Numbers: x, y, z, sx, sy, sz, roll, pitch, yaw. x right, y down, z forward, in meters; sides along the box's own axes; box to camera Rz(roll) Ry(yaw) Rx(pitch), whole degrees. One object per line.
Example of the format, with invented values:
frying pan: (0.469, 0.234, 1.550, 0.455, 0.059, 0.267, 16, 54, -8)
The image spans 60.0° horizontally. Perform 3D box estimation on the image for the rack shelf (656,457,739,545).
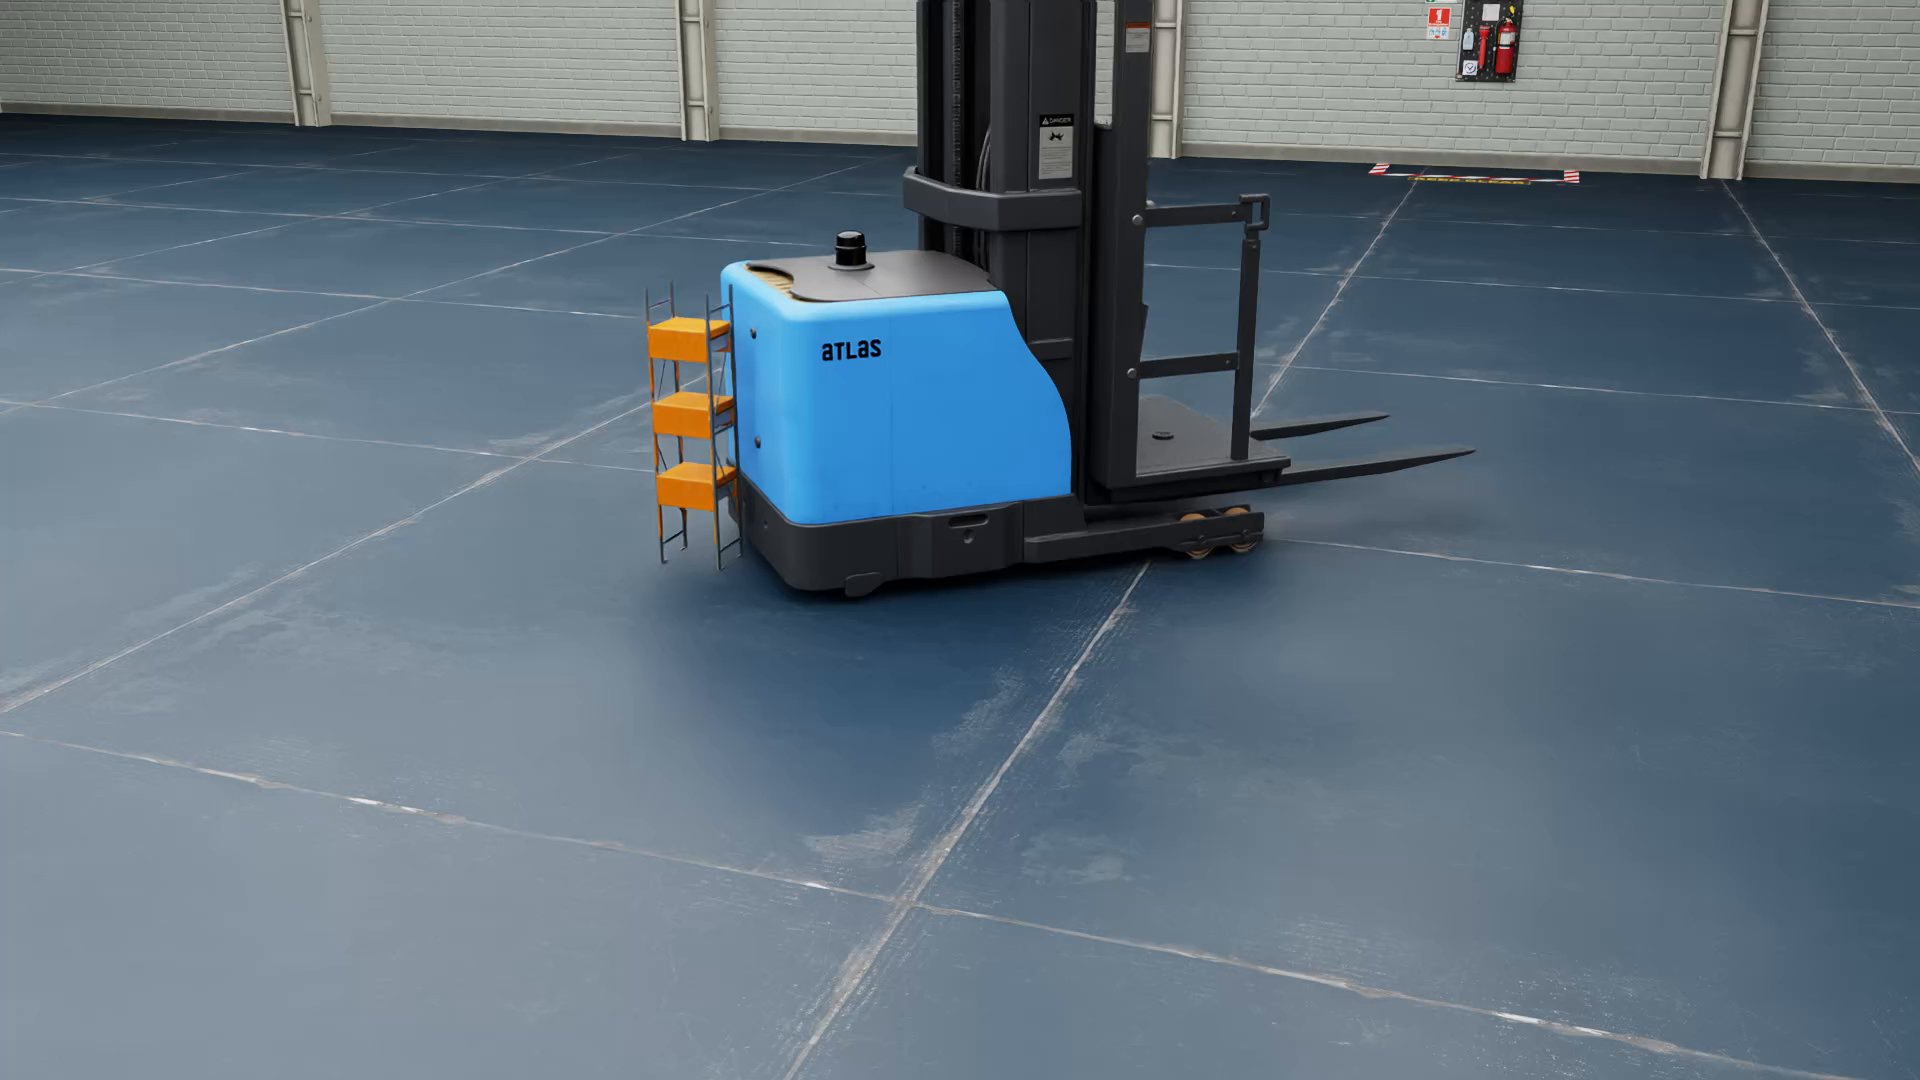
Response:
rack shelf: (-0.985, -0.150, 6.284, 0.240, 0.259, 0.215, 7, 21, 19)

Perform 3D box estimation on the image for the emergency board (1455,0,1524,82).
emergency board: (5.703, -5.520, 17.856, 0.643, 1.169, 0.194, 7, 20, 18)

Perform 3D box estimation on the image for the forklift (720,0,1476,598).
forklift: (0.640, -1.470, 6.341, 3.031, 2.935, 1.130, -7, 21, -20)

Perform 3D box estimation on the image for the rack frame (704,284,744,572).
rack frame: (-0.870, -0.407, 6.148, 0.008, 1.050, 0.200, 7, 21, 19)

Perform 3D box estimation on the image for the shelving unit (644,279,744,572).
shelving unit: (-0.984, -0.422, 6.188, 0.252, 1.050, 0.215, 7, 21, 19)

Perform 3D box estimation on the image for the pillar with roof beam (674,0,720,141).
pillar with roof beam: (-4.724, -8.032, 15.948, 0.400, 9.000, 9.100, 7, 20, 18)

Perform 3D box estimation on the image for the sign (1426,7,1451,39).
sign: (5.214, -5.629, 18.114, 0.234, 0.329, 0.001, 7, 20, 18)

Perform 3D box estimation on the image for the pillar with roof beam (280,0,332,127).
pillar with roof beam: (-10.391, -8.680, 17.807, 0.400, 9.000, 9.100, 7, 20, 18)

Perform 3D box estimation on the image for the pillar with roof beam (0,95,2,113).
pillar with roof beam: (-16.059, -9.328, 19.666, 0.400, 9.000, 9.100, 7, 20, 18)

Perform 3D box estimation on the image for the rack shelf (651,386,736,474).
rack shelf: (-0.984, -0.412, 6.191, 0.240, 0.259, 0.215, 7, 21, 19)

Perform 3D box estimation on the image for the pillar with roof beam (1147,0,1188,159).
pillar with roof beam: (0.944, -7.384, 14.088, 0.400, 9.000, 9.100, 7, 20, 18)

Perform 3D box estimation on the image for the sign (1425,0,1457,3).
sign: (5.216, -5.876, 18.017, 0.331, 0.109, 0.001, 7, 20, 18)

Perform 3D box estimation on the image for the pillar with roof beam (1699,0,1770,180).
pillar with roof beam: (6.612, -6.736, 12.229, 0.400, 9.000, 9.100, 7, 20, 18)

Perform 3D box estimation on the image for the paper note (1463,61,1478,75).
paper note: (5.558, -5.145, 18.118, 0.142, 0.148, 0.016, 7, 20, 18)

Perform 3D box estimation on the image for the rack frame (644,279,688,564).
rack frame: (-1.099, -0.436, 6.227, 0.008, 1.050, 0.200, 7, 21, 19)

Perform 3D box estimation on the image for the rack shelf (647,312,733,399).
rack shelf: (-0.983, -0.679, 6.097, 0.240, 0.259, 0.215, 7, 21, 19)
